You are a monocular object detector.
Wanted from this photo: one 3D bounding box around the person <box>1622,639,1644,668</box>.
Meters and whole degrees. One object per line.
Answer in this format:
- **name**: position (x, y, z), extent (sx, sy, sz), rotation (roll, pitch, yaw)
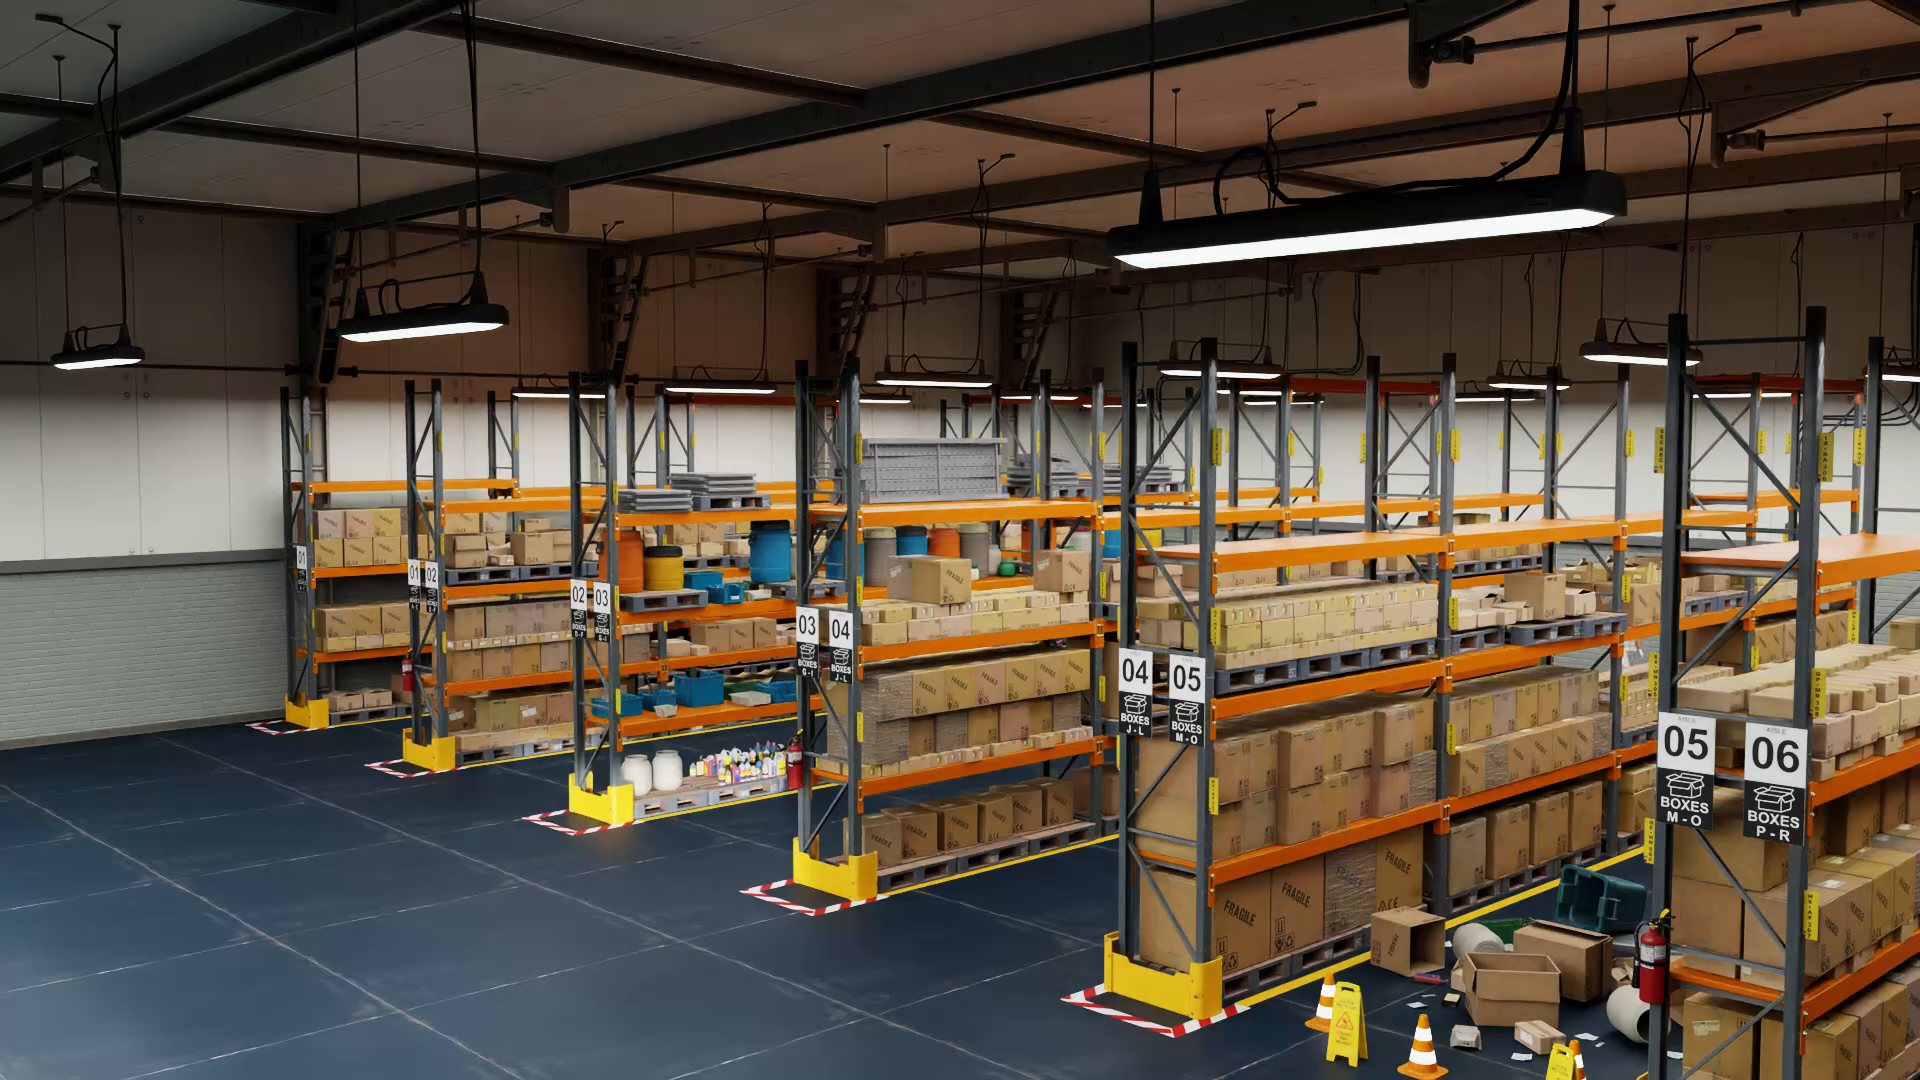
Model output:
- **person**: position (13.141, 2.197, 32.669), extent (0.560, 1.752, 0.955), rotation (-1, 4, -12)
